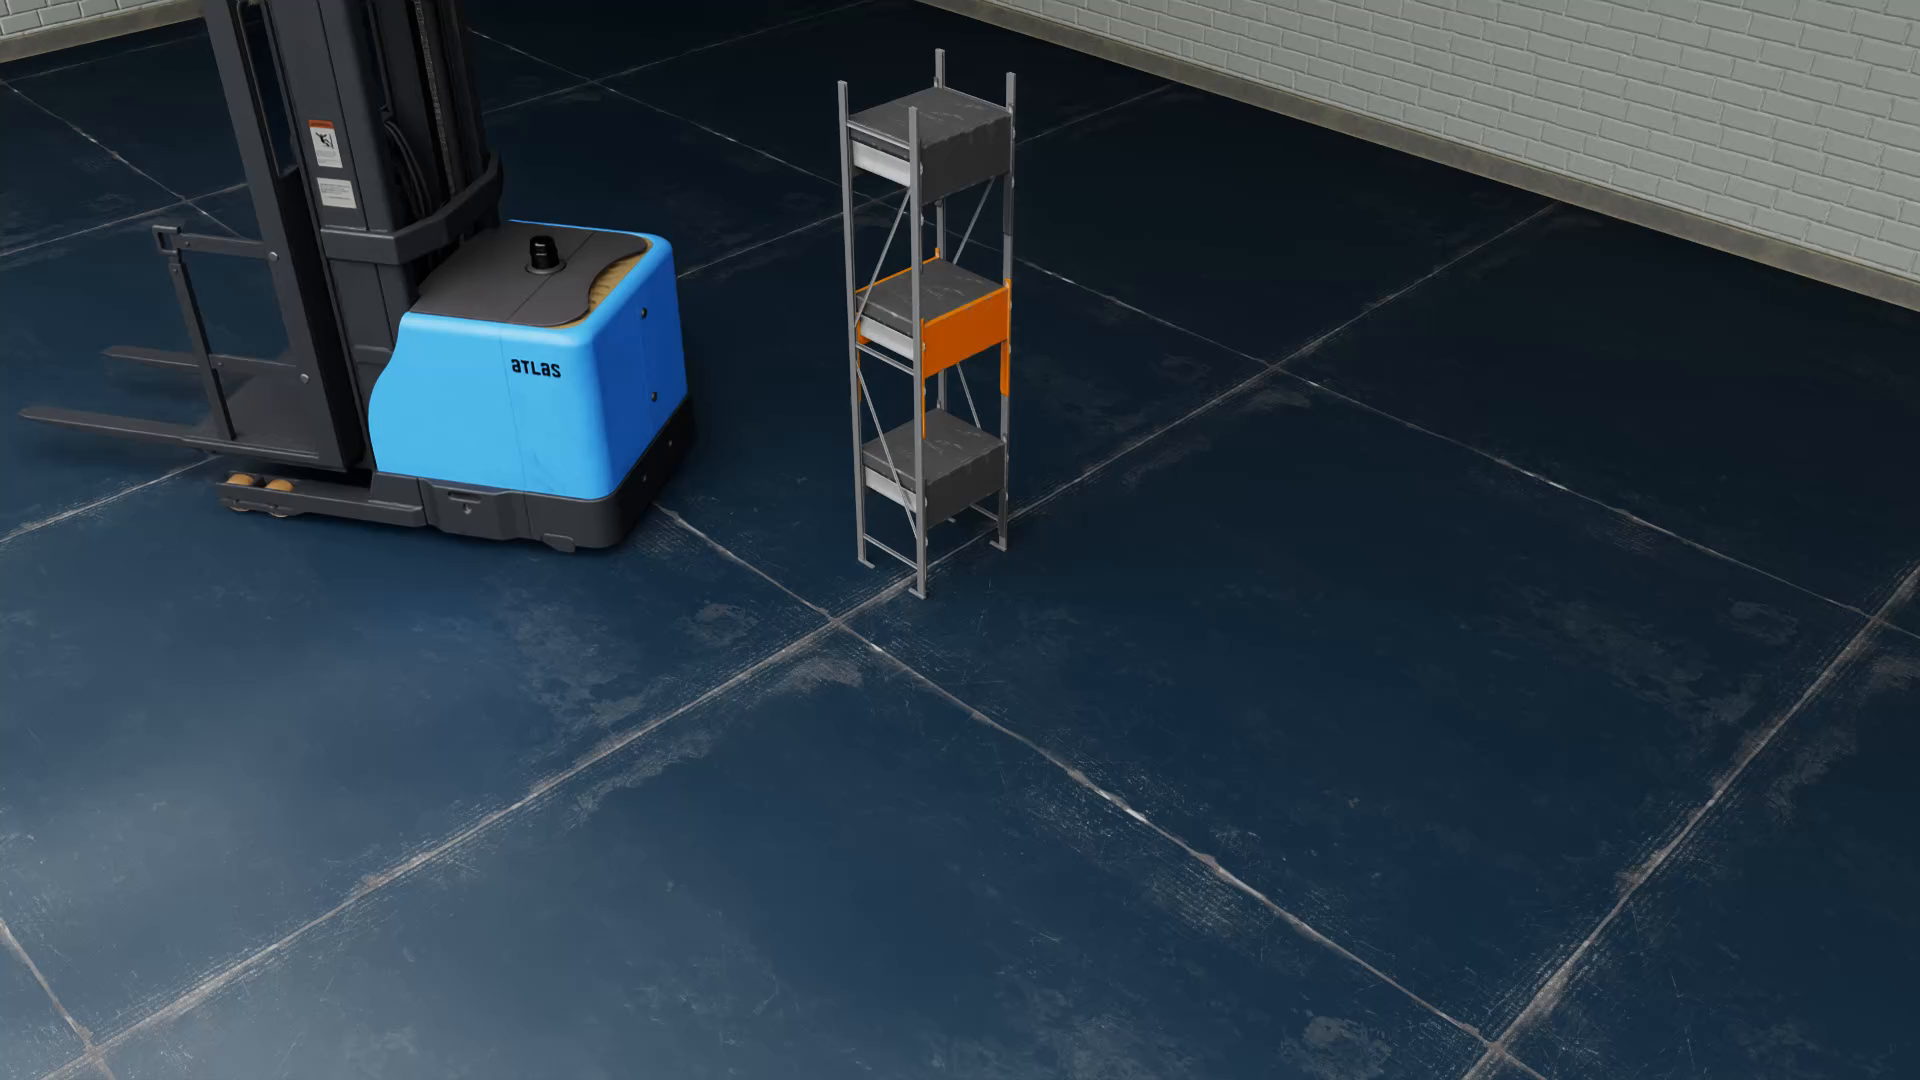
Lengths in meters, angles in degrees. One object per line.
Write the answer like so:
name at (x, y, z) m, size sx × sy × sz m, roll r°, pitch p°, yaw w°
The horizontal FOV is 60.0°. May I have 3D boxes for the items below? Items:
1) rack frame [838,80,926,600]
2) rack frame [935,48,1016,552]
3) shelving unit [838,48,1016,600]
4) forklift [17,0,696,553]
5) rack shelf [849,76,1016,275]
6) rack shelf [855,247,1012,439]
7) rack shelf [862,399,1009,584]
rack frame at (-0.289, -0.695, 6.411) m, size 0.400 × 2.100 × 0.015 m, roll 30°, pitch 45°, yaw 35°
rack frame at (0.055, -0.893, 6.695) m, size 0.400 × 2.100 × 0.015 m, roll 30°, pitch 45°, yaw 35°
shelving unit at (-0.117, -0.794, 6.553) m, size 0.431 × 2.100 × 0.503 m, roll 30°, pitch 45°, yaw 35°
forklift at (-2.818, -1.587, 6.964) m, size 3.031 × 2.935 × 1.130 m, roll 8°, pitch 36°, yaw 11°
rack shelf at (-0.117, -1.357, 6.160) m, size 0.431 × 0.518 × 0.480 m, roll 30°, pitch 45°, yaw 35°
rack shelf at (-0.117, -0.783, 6.561) m, size 0.431 × 0.518 × 0.480 m, roll 30°, pitch 45°, yaw 35°
rack shelf at (-0.117, -0.209, 6.961) m, size 0.431 × 0.518 × 0.480 m, roll 30°, pitch 45°, yaw 35°
